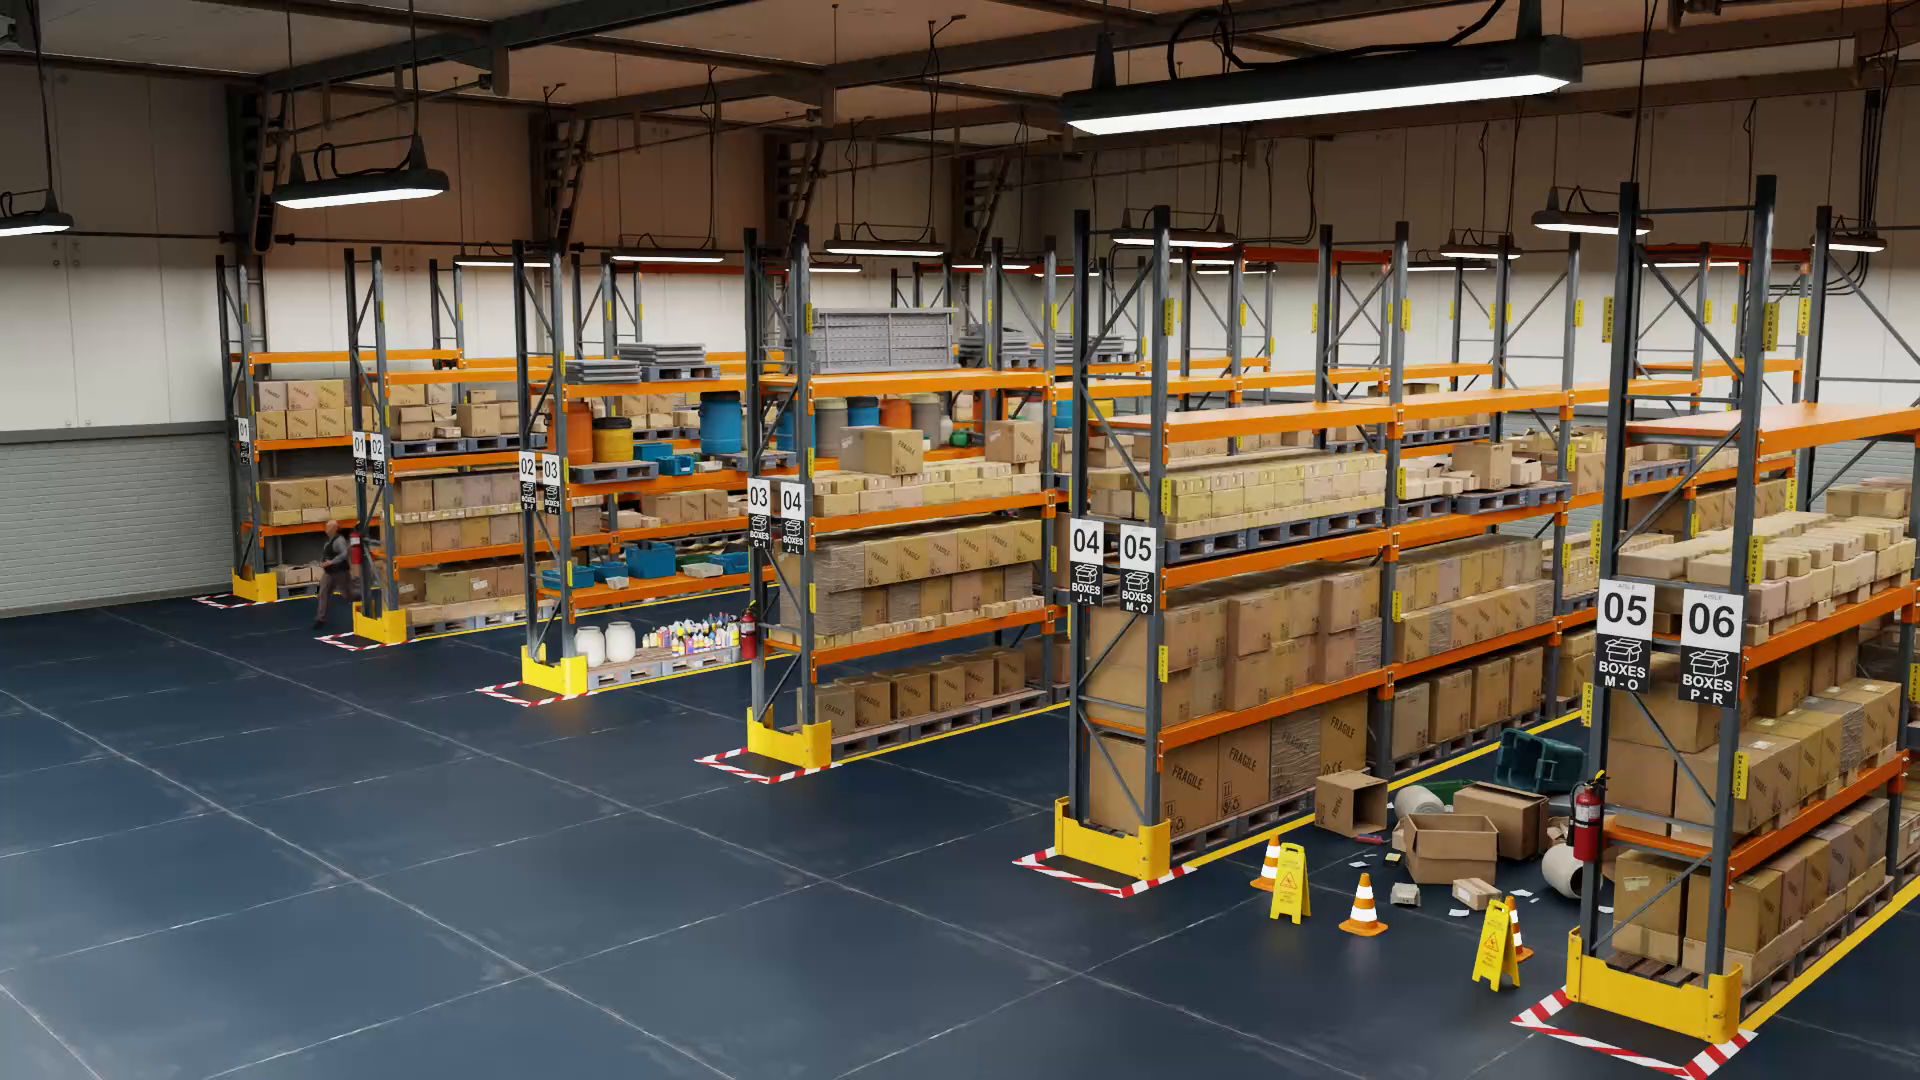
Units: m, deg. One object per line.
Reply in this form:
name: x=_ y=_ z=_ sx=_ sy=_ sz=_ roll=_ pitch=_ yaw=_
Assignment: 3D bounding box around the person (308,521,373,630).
person: x=-10.007 y=0.545 z=26.816 sx=0.620 sy=1.739 sz=1.110 roll=5 pitch=10 yaw=34
